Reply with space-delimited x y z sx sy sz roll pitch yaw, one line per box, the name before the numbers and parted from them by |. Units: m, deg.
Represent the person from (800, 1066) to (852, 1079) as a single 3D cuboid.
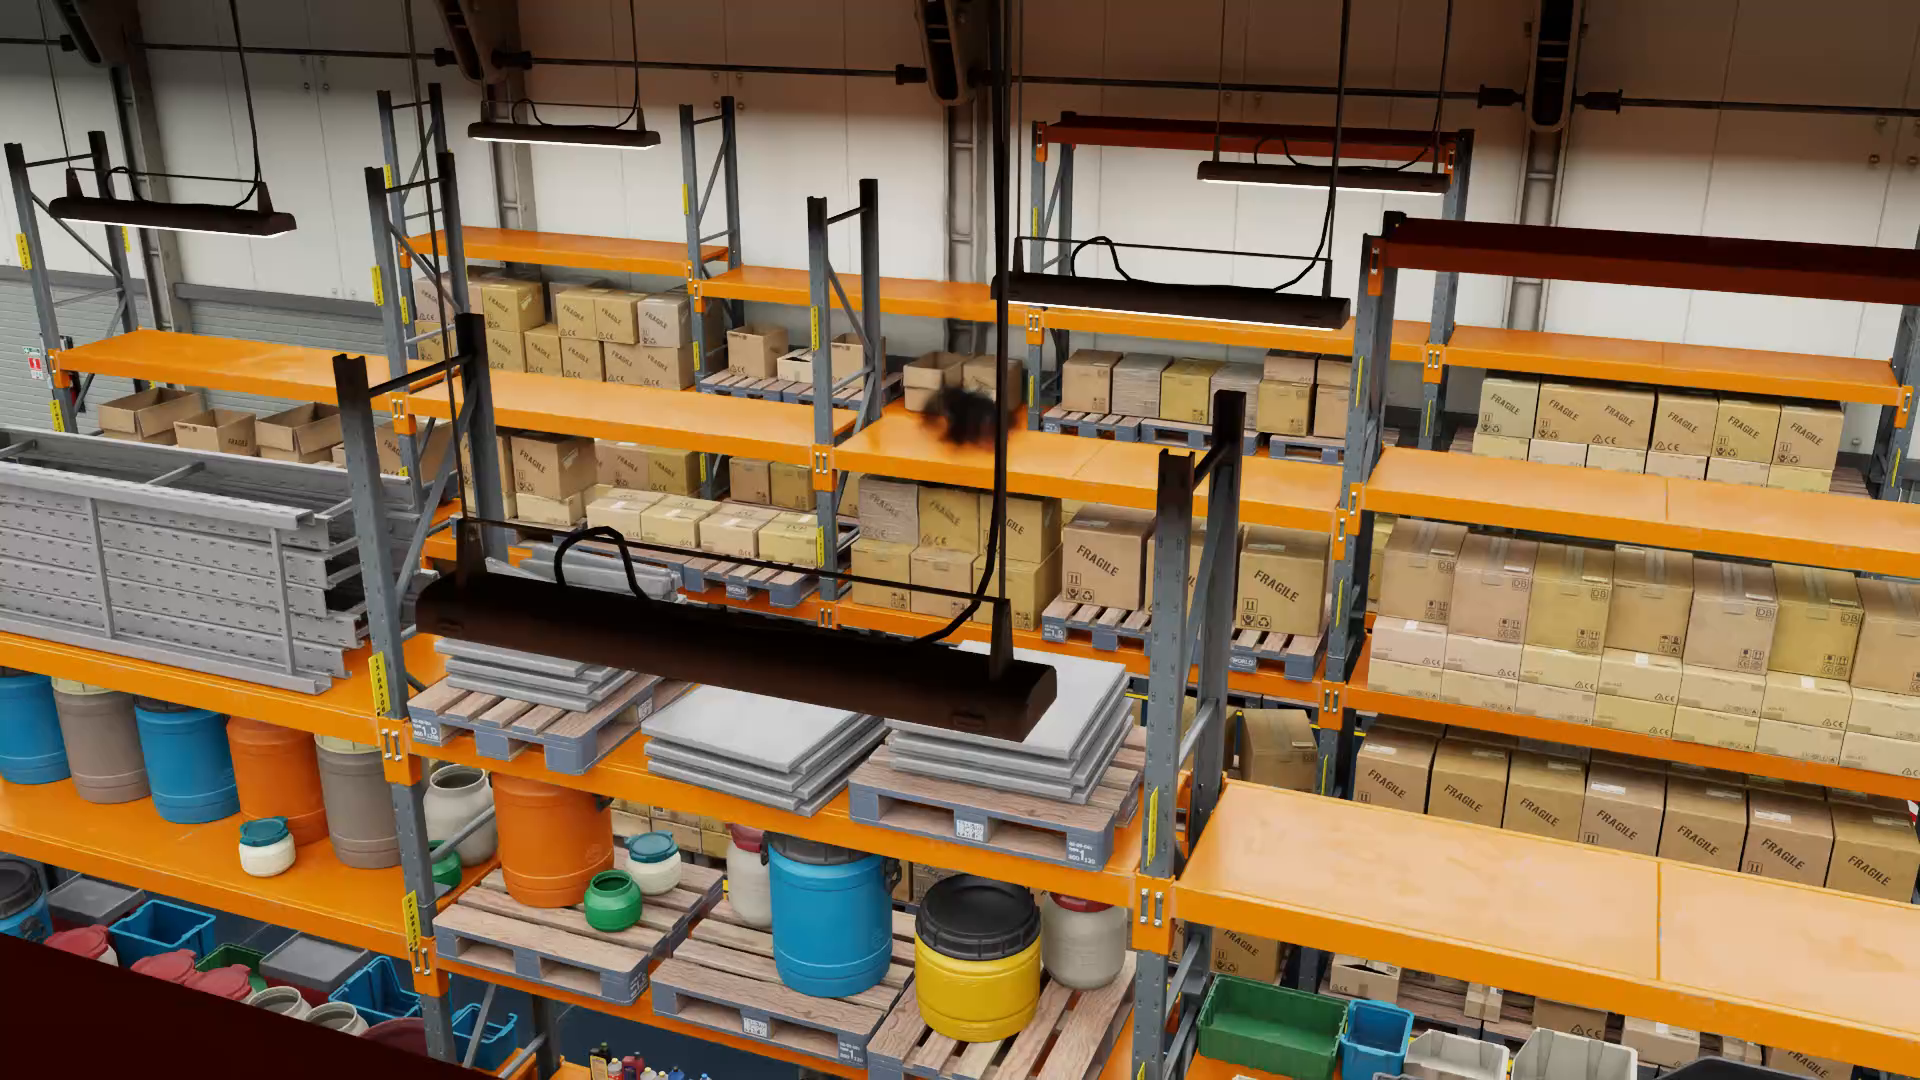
person | -0.861 3.286 10.696 0.703 1.764 0.596 7 22 18
